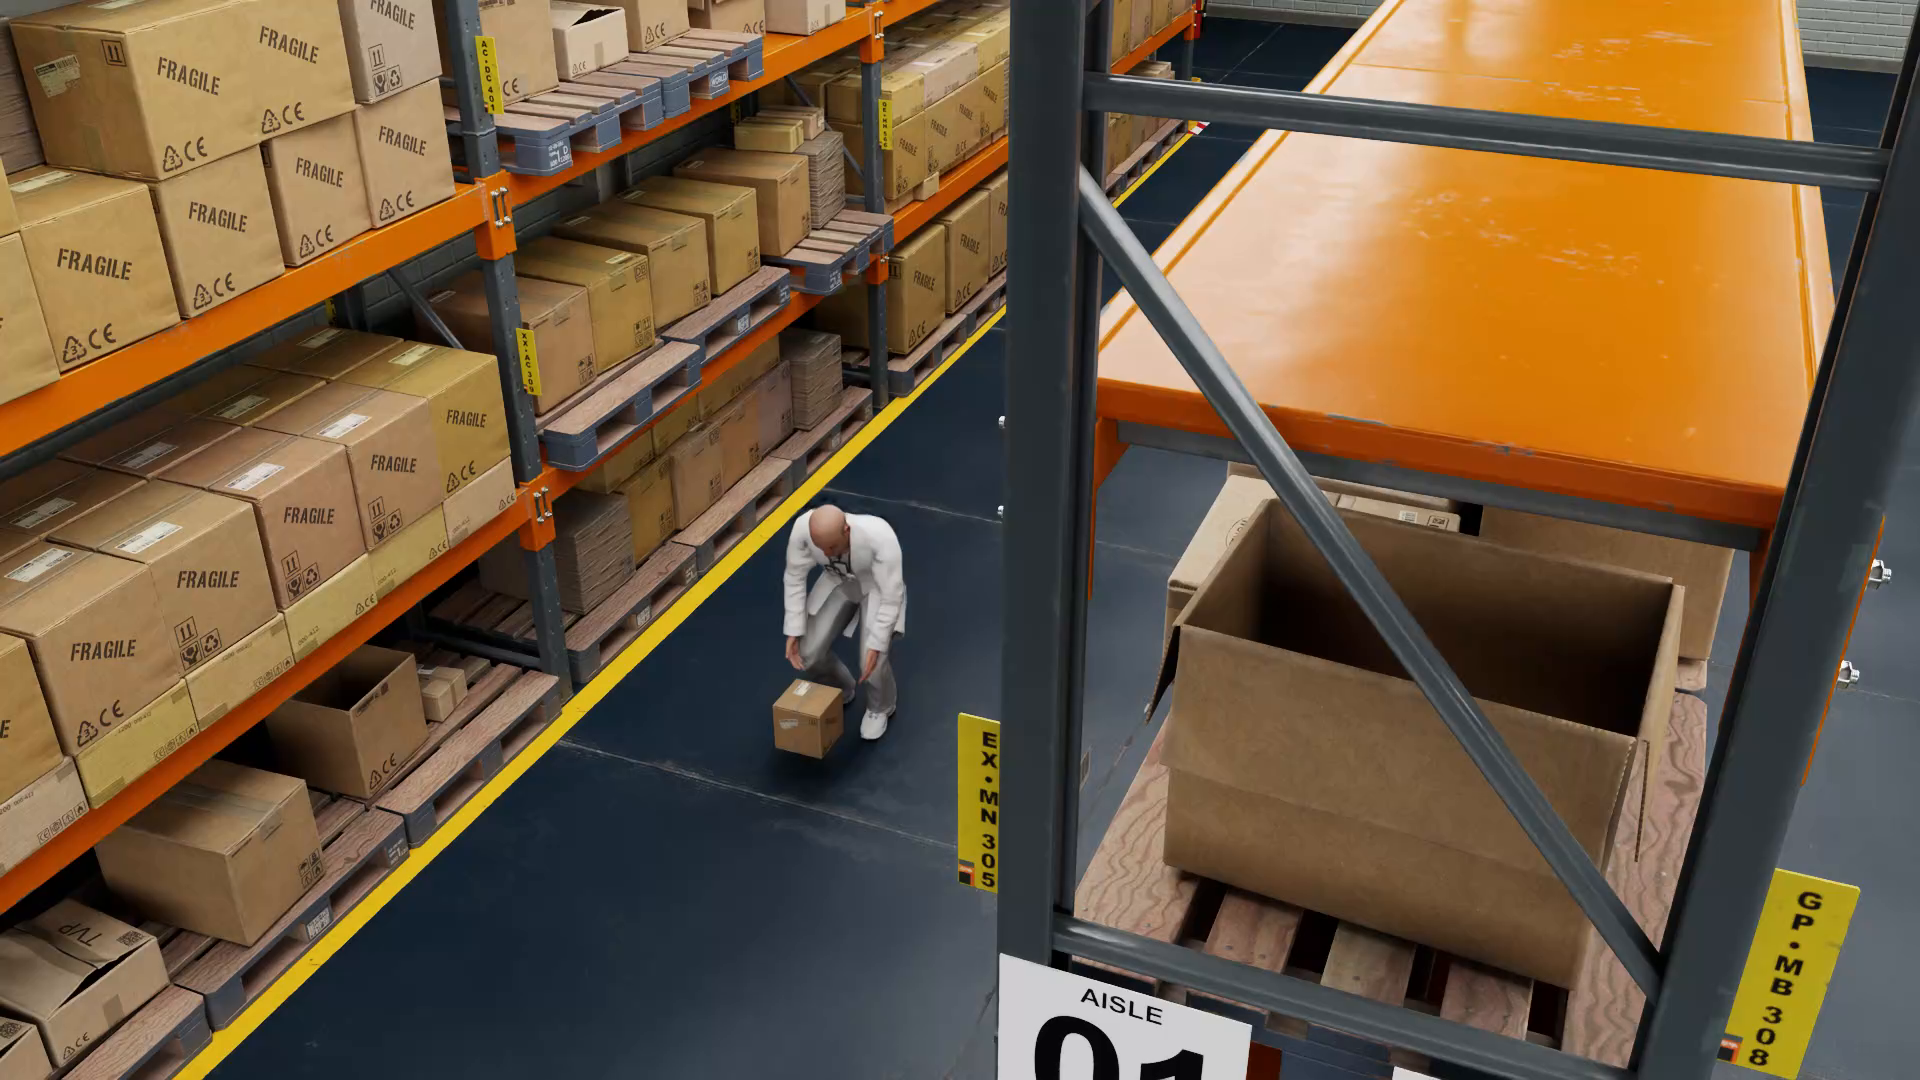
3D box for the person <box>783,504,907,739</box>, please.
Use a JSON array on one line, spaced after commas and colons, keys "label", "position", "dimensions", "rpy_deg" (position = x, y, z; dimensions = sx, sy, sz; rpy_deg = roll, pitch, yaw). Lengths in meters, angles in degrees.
[{"label": "person", "position": [-0.525, 0.334, 8.218], "dimensions": [0.631, 1.395, 0.734], "rpy_deg": [11, 31, 19]}]
